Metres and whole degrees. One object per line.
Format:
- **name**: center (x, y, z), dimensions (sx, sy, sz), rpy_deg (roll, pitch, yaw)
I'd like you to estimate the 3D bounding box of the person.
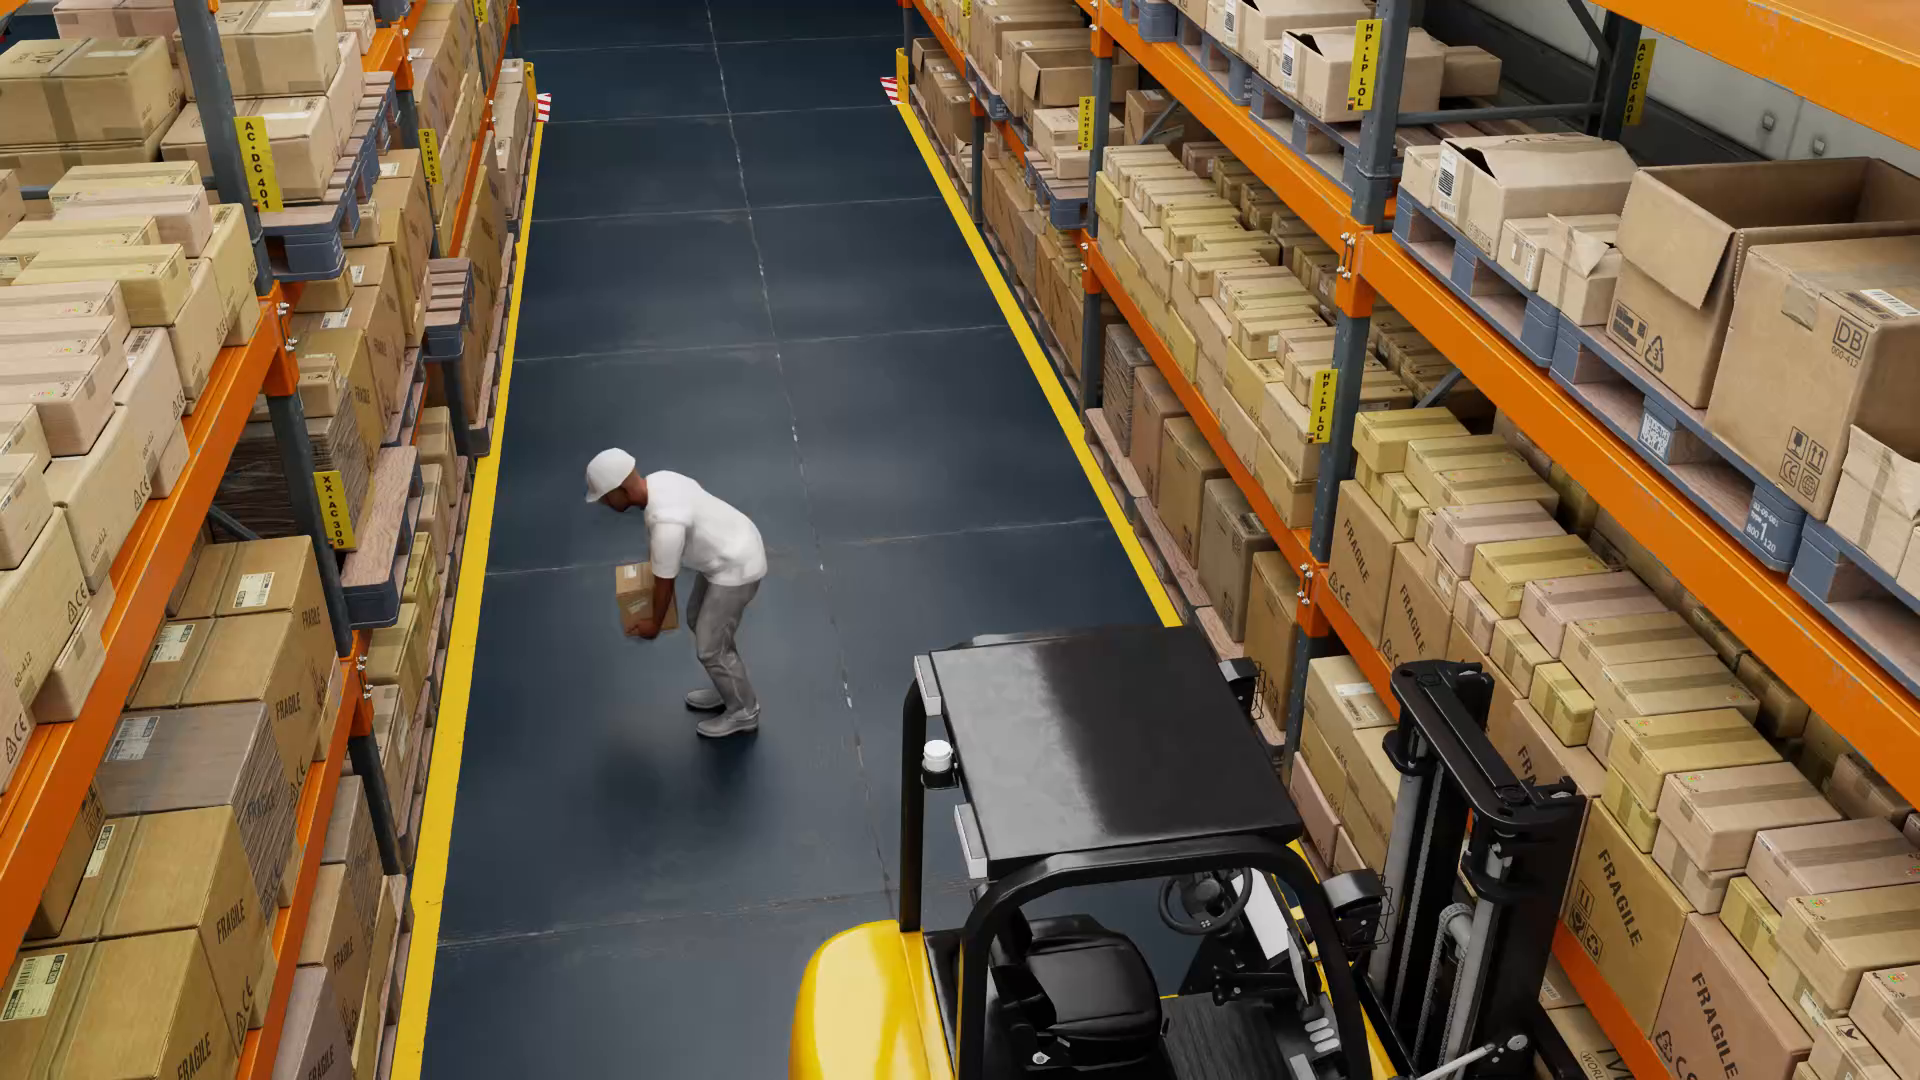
- **person**: center (-1.317, 0.233, 7.936), dimensions (0.802, 1.543, 0.488), rpy_deg (-6, 31, -10)
